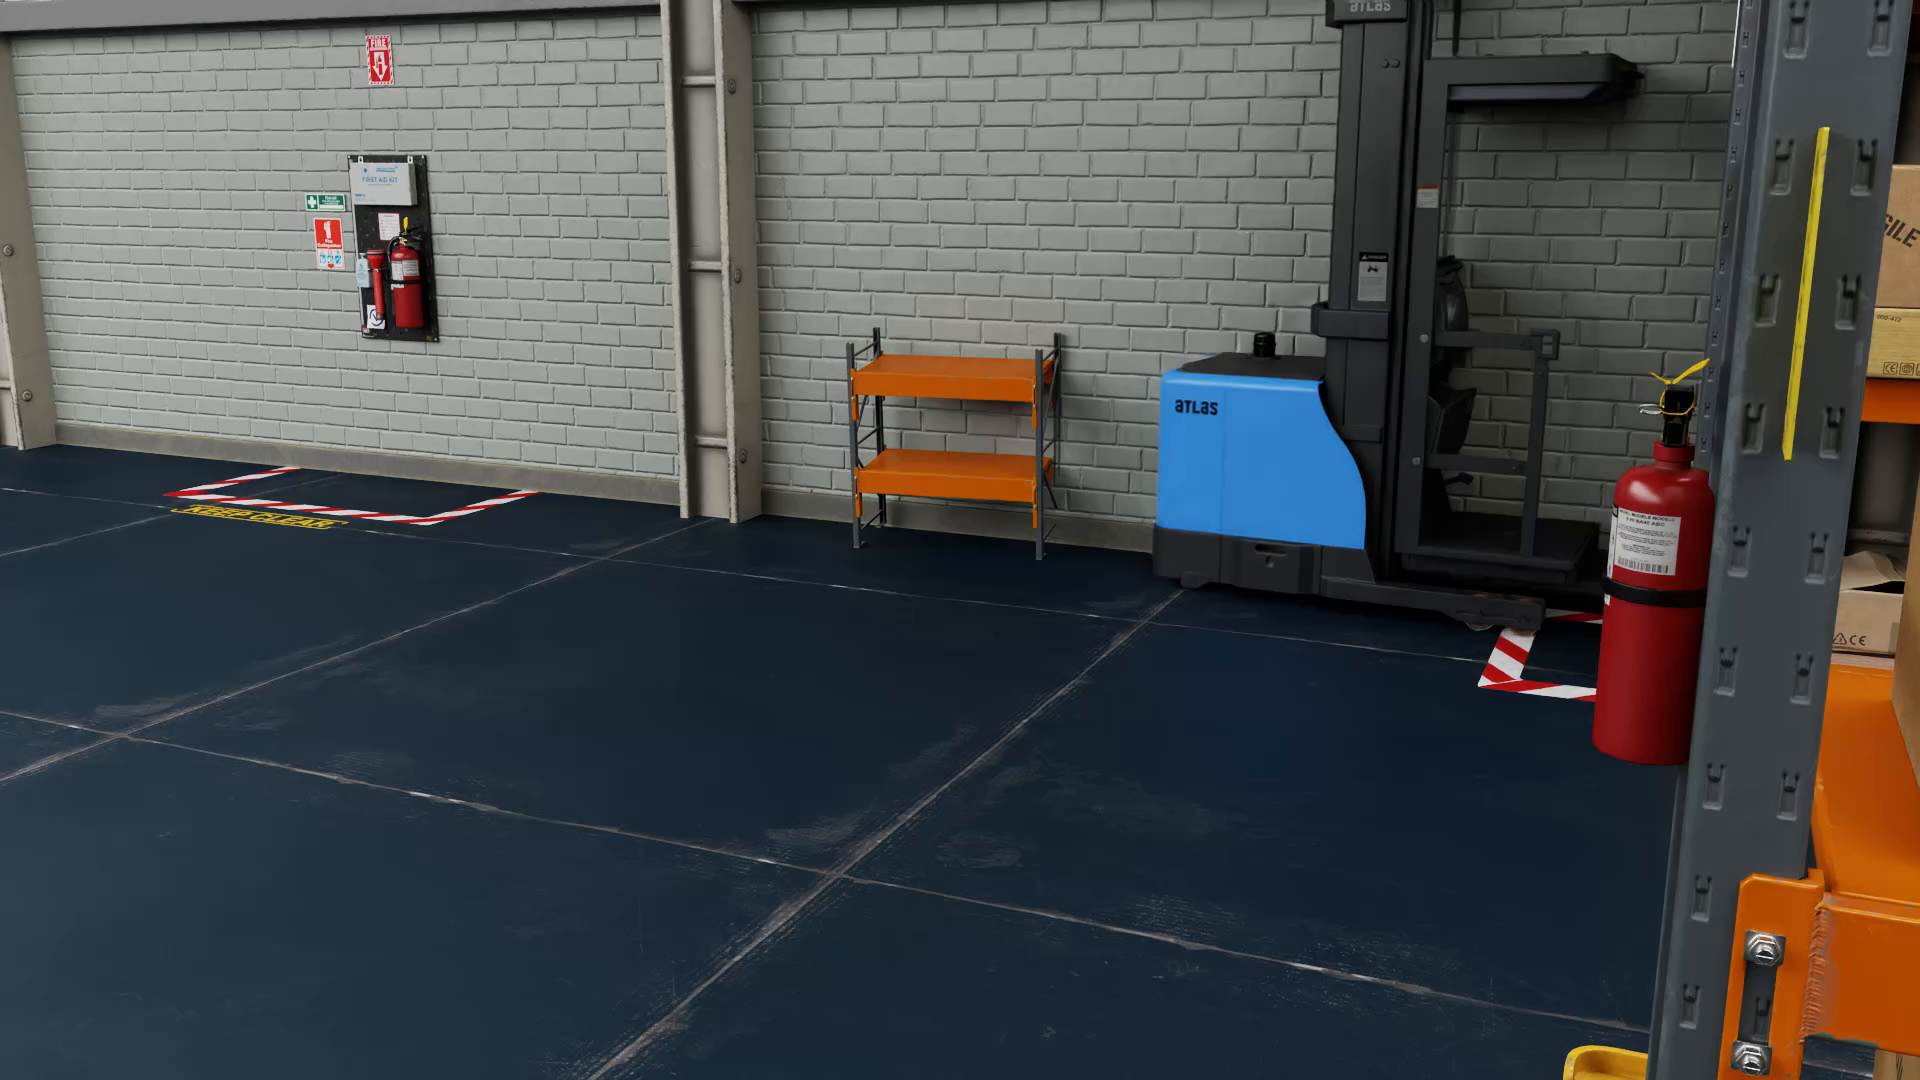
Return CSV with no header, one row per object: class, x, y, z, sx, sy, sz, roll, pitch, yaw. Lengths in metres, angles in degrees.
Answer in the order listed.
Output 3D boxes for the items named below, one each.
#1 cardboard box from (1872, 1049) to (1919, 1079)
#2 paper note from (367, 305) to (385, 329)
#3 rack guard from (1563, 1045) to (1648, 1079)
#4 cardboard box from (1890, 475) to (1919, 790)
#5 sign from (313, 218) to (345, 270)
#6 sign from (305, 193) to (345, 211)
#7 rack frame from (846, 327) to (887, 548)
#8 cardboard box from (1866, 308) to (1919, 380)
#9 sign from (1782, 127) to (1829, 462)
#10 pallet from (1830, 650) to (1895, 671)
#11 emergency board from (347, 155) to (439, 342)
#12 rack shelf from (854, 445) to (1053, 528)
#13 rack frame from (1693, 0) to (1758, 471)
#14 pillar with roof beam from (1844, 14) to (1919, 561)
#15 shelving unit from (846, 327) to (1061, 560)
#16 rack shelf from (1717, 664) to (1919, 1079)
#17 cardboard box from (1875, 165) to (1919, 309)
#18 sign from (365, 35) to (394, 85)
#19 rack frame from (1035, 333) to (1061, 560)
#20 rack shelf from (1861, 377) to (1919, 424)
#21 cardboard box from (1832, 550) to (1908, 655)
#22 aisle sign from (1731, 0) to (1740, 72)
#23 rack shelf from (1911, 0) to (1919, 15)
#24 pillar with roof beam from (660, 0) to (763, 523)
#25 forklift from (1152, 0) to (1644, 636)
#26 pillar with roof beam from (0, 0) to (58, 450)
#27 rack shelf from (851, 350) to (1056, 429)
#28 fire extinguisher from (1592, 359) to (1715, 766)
cardboard box,1.691,0.854,2.507,0.500,0.500,0.500,6,14,23
paper note,-3.790,-1.447,10.784,0.142,0.148,0.016,6,14,23
rack guard,1.058,1.312,2.568,0.348,0.500,1.175,6,14,23
cardboard box,1.502,0.095,2.066,0.500,0.500,0.700,6,14,23
sign,-4.120,-1.935,10.858,0.234,0.329,0.001,6,14,23
sign,-4.119,-2.191,10.788,0.331,0.109,0.001,6,14,23
rack frame,-0.509,-0.565,9.116,0.032,1.125,0.500,4,18,15
cardboard box,3.401,-0.763,6.224,0.500,0.250,0.500,5,14,22
sign,0.850,-0.247,1.673,0.005,0.325,0.100,6,14,23
pallet,3.881,0.510,6.621,1.213,0.211,1.003,6,14,23
emergency board,-3.656,-1.845,10.552,0.643,1.169,0.194,6,14,23
rack shelf,-0.014,-0.300,9.060,1.000,0.278,0.538,4,18,15
rack frame,3.083,-0.937,6.684,0.127,3.000,1.000,6,14,23
pillar with roof beam,2.330,-3.075,2.660,0.400,9.000,9.100,6,14,23
shelving unit,-0.019,-0.533,8.987,1.048,1.125,0.538,4,18,15
rack shelf,2.909,0.633,1.566,4.000,0.370,1.077,6,14,23
cardboard box,3.398,-1.132,6.157,0.500,0.500,0.500,6,14,23
sign,-3.623,-2.995,10.379,0.199,0.298,0.001,6,14,23
rack frame,0.472,-0.502,8.858,0.032,1.125,0.500,4,18,15
rack shelf,4.912,-0.402,5.977,4.000,0.370,1.077,6,14,23
cardboard box,3.679,0.240,6.588,0.500,0.311,0.500,4,14,17
aisle sign,2.896,-2.147,6.148,0.004,0.787,0.394,6,14,23
rack shelf,4.912,-1.862,5.635,4.000,0.370,1.077,6,14,23
pillar with roof beam,-3.156,-3.630,5.026,0.400,9.000,9.100,6,14,23
forklift,2.504,-1.136,7.681,3.031,2.935,1.130,7,15,26
pillar with roof beam,-8.642,-4.185,7.392,0.400,9.000,9.100,6,14,23
rack shelf,-0.024,-0.813,8.899,1.000,0.278,0.538,4,18,15
fire extinguisher,1.160,0.027,2.742,0.183,0.674,0.296,6,14,23
